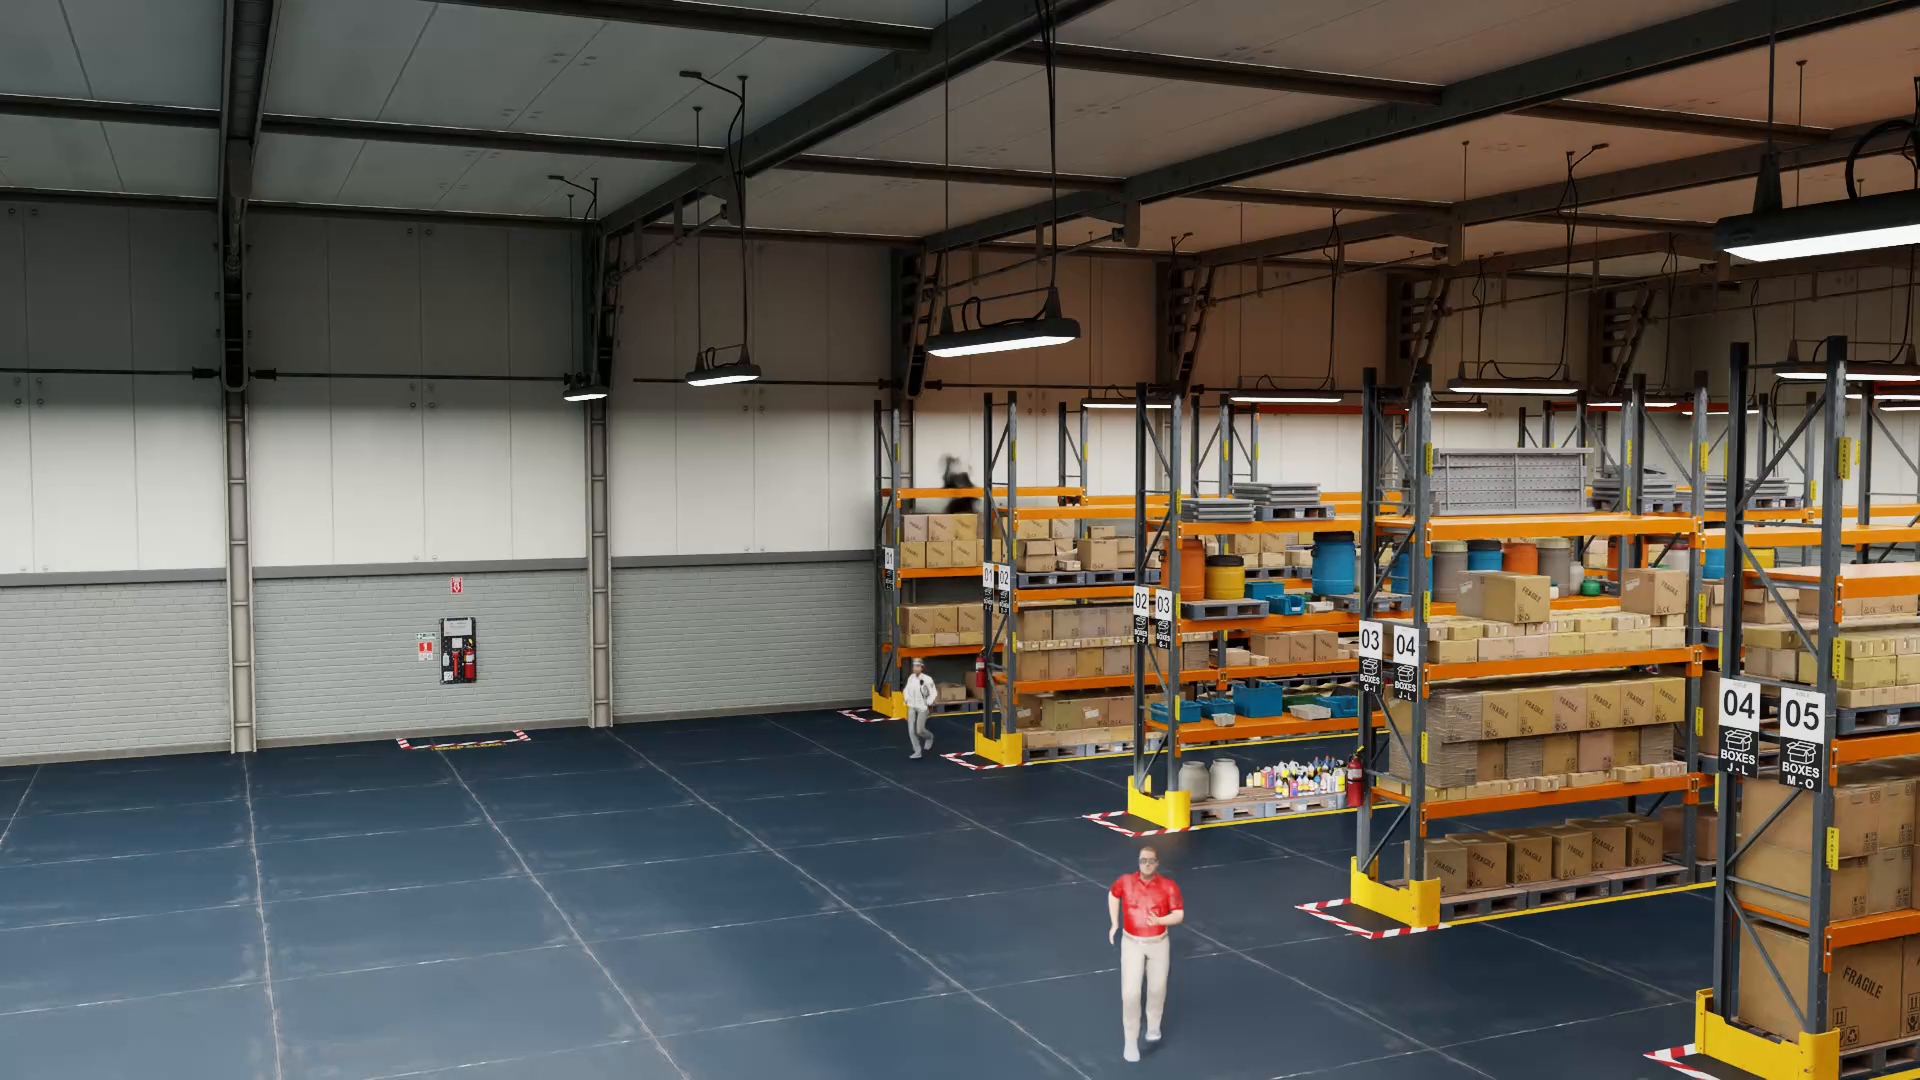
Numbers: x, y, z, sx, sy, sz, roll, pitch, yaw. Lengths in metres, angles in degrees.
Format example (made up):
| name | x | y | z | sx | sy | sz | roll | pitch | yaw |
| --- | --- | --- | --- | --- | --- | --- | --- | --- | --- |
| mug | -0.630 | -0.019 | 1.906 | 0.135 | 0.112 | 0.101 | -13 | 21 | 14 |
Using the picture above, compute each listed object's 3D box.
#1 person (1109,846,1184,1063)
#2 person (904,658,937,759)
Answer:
| name | x | y | z | sx | sy | sz | roll | pitch | yaw |
| --- | --- | --- | --- | --- | --- | --- | --- | --- | --- |
| person | 1.574 | 3.493 | 14.094 | 0.631 | 1.801 | 0.775 | 0 | 3 | 5 |
| person | -0.672 | 2.745 | 27.325 | 0.622 | 1.649 | 0.569 | 2 | 4 | 28 |
